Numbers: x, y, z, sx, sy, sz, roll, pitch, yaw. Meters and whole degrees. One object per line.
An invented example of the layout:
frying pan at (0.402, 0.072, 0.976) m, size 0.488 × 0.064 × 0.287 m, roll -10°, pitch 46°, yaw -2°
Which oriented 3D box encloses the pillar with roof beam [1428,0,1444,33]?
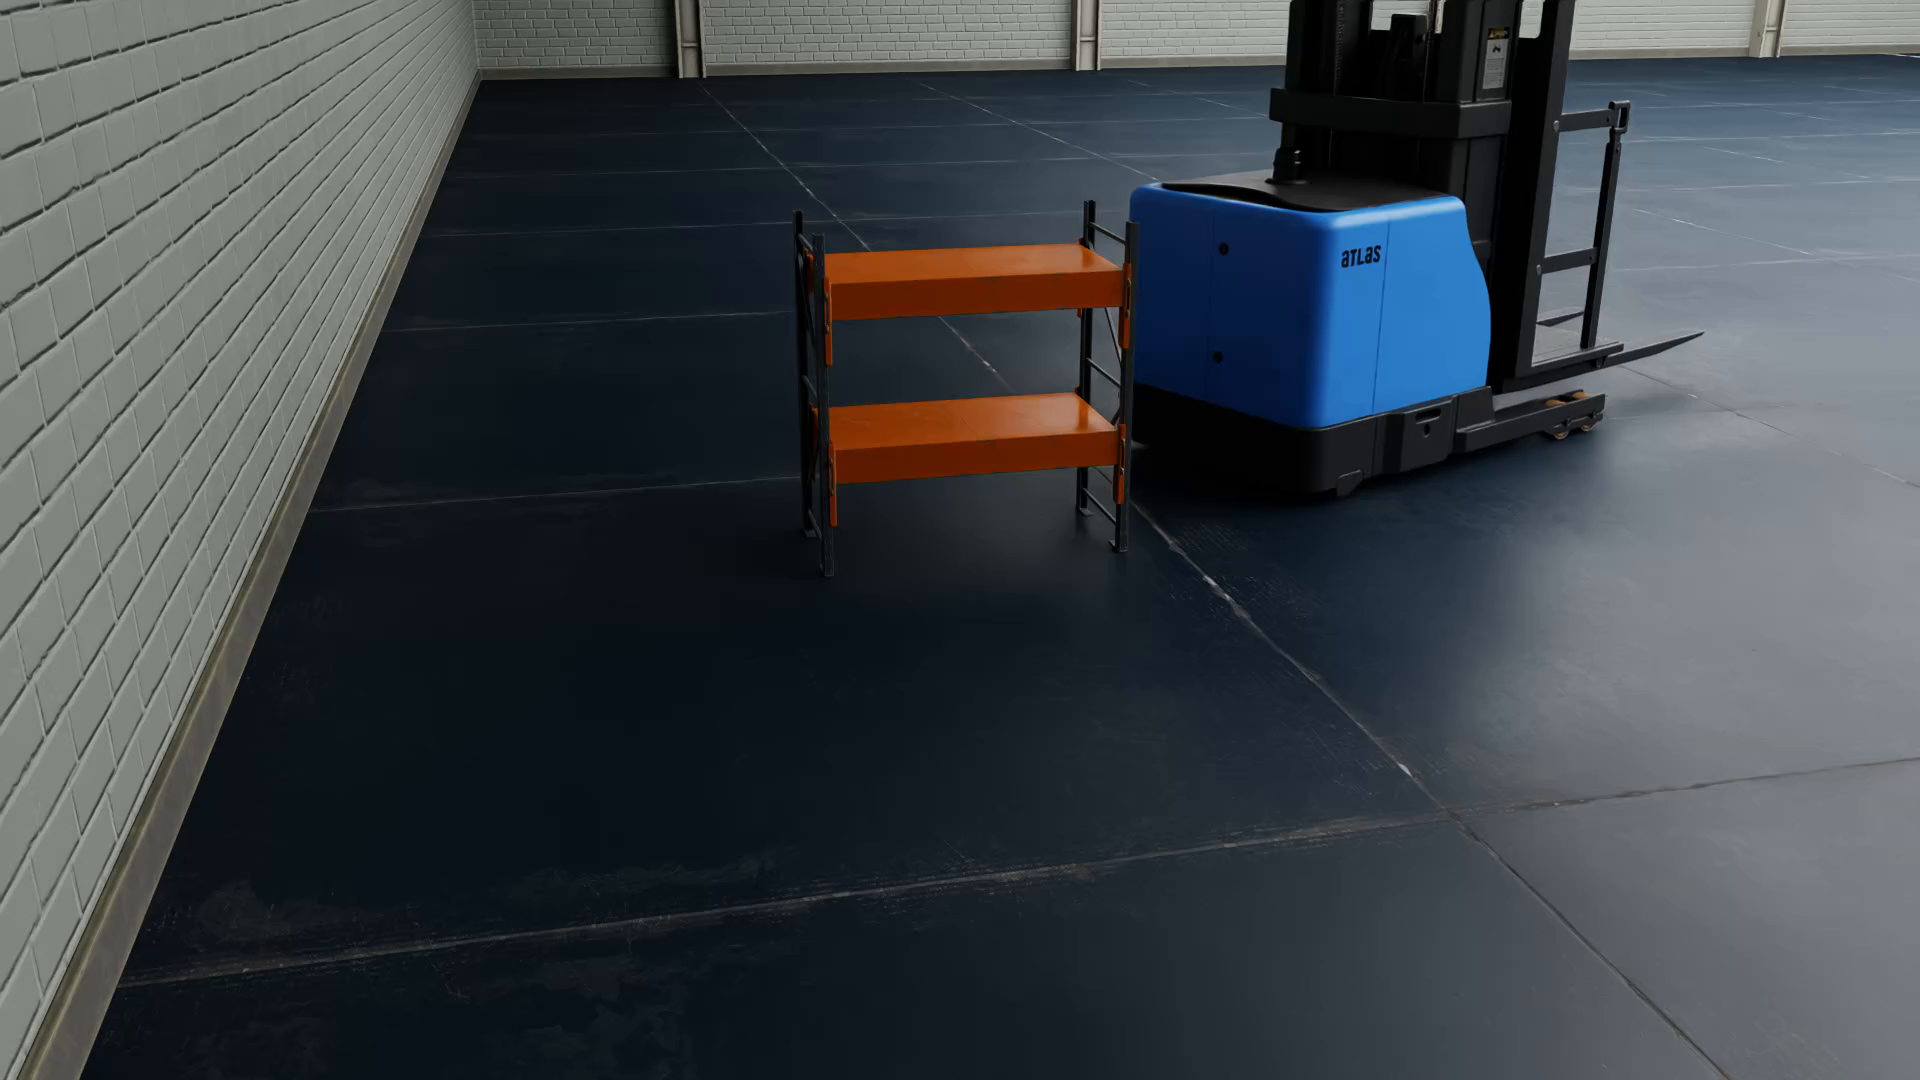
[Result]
pillar with roof beam at (8.754, -10.494, 21.380) m, size 0.400 × 9.000 × 9.100 m, roll -5°, pitch 21°, yaw -12°

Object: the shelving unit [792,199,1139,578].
shelving unit at (0.007, -0.529, 5.623) m, size 1.048 × 1.125 × 0.538 m, roll -5°, pitch 21°, yaw -12°

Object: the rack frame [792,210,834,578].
rack frame at (-0.488, -0.488, 5.513) m, size 0.032 × 1.125 × 0.500 m, roll -5°, pitch 21°, yaw -12°

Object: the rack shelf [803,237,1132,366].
rack shelf at (0.007, -0.804, 5.522) m, size 1.000 × 0.278 × 0.538 m, roll -5°, pitch 21°, yaw -12°

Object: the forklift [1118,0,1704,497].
forklift at (2.121, -1.926, 6.811) m, size 3.031 × 2.935 × 1.130 m, roll -15°, pitch 25°, yaw -35°

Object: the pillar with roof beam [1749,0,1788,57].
pillar with roof beam at (14.593, -10.969, 22.677) m, size 0.400 × 9.000 × 9.100 m, roll -5°, pitch 21°, yaw -12°

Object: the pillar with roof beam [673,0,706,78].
pillar with roof beam at (-2.924, -9.545, 18.788) m, size 0.400 × 9.000 × 9.100 m, roll -5°, pitch 21°, yaw -12°

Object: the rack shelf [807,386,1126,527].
rack shelf at (0.007, -0.299, 5.707) m, size 1.000 × 0.278 × 0.538 m, roll -5°, pitch 21°, yaw -12°

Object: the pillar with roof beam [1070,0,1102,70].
pillar with roof beam at (2.915, -10.019, 20.084) m, size 0.400 × 9.000 × 9.100 m, roll -5°, pitch 21°, yaw -12°

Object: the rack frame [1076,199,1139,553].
rack frame at (0.501, -0.569, 5.732) m, size 0.032 × 1.125 × 0.500 m, roll -5°, pitch 21°, yaw -12°
